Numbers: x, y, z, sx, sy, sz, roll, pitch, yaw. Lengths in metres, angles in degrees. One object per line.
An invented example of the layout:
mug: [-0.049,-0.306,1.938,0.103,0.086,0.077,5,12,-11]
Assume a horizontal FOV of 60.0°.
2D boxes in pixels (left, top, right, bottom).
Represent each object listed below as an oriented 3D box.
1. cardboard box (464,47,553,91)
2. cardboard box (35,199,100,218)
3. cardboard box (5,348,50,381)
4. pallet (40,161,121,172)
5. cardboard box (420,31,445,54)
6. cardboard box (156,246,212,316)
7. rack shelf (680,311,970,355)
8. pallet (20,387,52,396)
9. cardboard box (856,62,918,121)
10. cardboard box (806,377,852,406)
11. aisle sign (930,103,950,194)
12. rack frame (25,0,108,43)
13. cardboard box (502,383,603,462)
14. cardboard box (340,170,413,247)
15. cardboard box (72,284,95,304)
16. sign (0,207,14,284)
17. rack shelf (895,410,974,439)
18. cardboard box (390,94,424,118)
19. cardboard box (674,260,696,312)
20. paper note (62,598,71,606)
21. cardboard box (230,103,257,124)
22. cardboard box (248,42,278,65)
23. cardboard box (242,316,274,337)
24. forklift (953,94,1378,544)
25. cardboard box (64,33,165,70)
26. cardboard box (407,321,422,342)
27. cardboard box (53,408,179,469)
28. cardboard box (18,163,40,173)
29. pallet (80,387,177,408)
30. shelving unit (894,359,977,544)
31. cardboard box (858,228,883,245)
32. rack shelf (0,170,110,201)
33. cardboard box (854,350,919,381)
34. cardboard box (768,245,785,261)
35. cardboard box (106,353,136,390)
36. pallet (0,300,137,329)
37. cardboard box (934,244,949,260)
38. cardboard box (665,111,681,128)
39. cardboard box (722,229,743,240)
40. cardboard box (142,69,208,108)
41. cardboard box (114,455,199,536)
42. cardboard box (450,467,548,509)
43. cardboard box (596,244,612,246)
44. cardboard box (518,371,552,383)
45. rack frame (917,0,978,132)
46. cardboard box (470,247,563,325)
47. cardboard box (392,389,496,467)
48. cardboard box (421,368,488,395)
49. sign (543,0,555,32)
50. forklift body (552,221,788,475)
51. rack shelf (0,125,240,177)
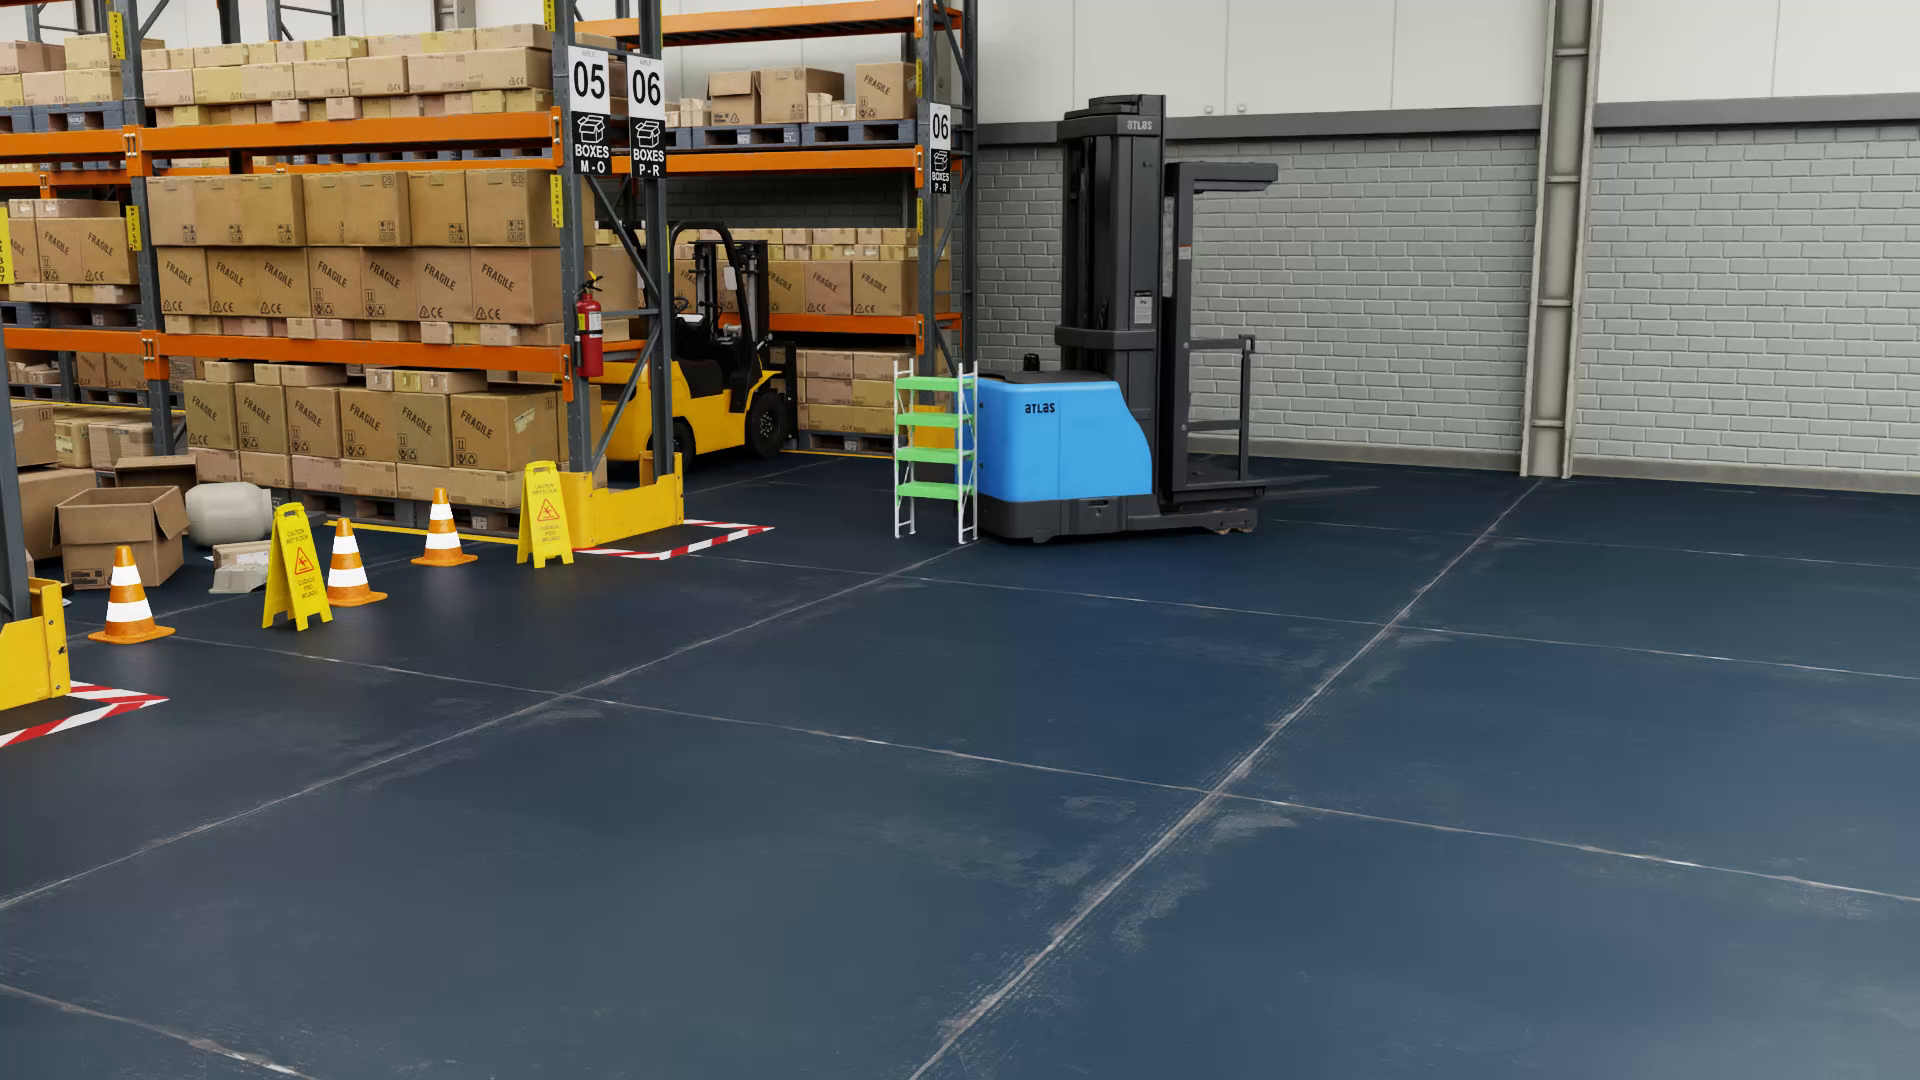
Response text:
cardboard box: [-2.877,-3.063,10.893,0.500,0.250,0.500,5,11,25]
cardboard box: [-7.024,-2.606,13.090,0.250,0.149,0.380,5,11,24]
cardboard box: [-12.268,-2.329,21.513,0.500,0.500,0.700,5,11,24]
pallet: [-10.314,-4.576,20.199,1.003,0.211,1.213,5,11,26]
cardboard box: [-3.389,-3.313,11.156,0.250,0.149,0.380,5,11,26]
cardboard box: [-5.615,-1.948,12.457,0.500,0.500,0.500,5,11,26]
rack shelf: [-1.900,-2.113,16.505,4.000,0.370,1.077,5,11,26]
pallet: [-12.581,-2.033,21.873,1.213,0.211,1.003,5,11,26]
cardboard box: [-0.611,-4.087,15.225,0.500,0.500,0.500,5,12,28]
cardboard box: [-1.126,-1.439,15.897,0.500,0.250,0.500,5,11,25]
aisle sign: [-0.177,-3.537,15.051,0.004,0.787,0.394,5,11,26]
rack frame: [-10.868,-6.207,20.261,0.127,3.000,1.000,5,11,26]
cardboard box: [-2.922,-0.849,11.934,0.500,0.500,0.500,5,11,24]
cardboard box: [-3.807,-2.275,11.452,0.500,0.500,0.700,5,11,25]
cardboard box: [-6.699,-1.935,13.026,0.250,0.149,0.380,5,11,24]
sign: [-4.148,-1.271,7.179,0.005,0.325,0.100,5,11,26]
rack shelf: [-0.163,-0.776,11.159,0.480,0.148,0.258,5,12,27]
cardboard box: [-3.646,-2.936,11.313,0.250,0.149,0.380,5,11,25]
cardboard box: [-2.482,-2.519,16.448,0.500,0.500,0.500,5,11,25]
paper note: [-5.017,0.352,9.204,0.144,0.017,0.142,-10,14,-43]
cardboard box: [-5.027,-3.063,12.015,0.250,0.149,0.380,5,12,28]
cardboard box: [-4.801,-3.425,11.777,0.250,0.149,0.380,5,11,24]
cardboard box: [-5.038,-1.580,12.241,0.250,0.149,0.380,5,12,28]
forklift: [1.520,-1.563,11.635,3.031,2.935,1.130,-4,11,-22]
cardboard box: [-6.463,-3.712,12.734,0.500,0.250,0.500,5,12,27]
cardboard box: [-3.638,-1.472,11.649,0.250,0.149,0.380,5,11,27]
cardboard box: [-7.004,-0.843,13.663,0.625,0.372,0.950,6,12,29]
cardboard box: [-11.321,-4.589,20.446,0.250,0.149,0.380,5,11,25]
pallet: [-10.122,-1.825,20.722,1.213,0.211,1.003,5,11,26]
shelving unit: [-0.163,-0.603,11.191,0.503,1.200,0.258,5,12,27]
cardboard box: [-0.756,-2.834,15.527,0.250,0.149,0.380,5,11,26]
rack shelf: [-12.661,-4.535,21.463,4.000,0.370,1.077,5,11,26]
cardboard box: [-0.657,-1.642,15.614,0.500,0.250,0.500,5,12,28]
cardboard box: [-1.702,-2.758,15.944,0.250,0.149,0.380,5,11,26]
cardboard box: [-10.052,-2.118,20.348,0.500,0.500,0.500,5,11,25]
pallet: [-7.680,-1.903,13.863,1.213,0.211,1.003,5,11,26]
cardboard box: [-0.296,-2.746,15.880,0.250,0.149,0.380,5,11,24]
cardboard box: [-2.736,-4.089,16.223,0.250,0.149,0.380,5,12,28]
cardboard box: [-2.117,-2.962,16.234,0.250,0.149,0.380,5,11,26]
cardboard box: [-5.613,-3.302,12.216,0.500,0.250,0.500,5,11,25]
cardboard box: [-5.528,-0.301,11.485,0.500,0.500,0.500,-4,11,-23]
cardboard box: [-3.165,-0.393,11.521,0.500,0.250,0.500,5,11,26]
cardboard box: [-3.524,-2.926,16.874,0.250,0.149,0.380,5,11,25]
cardboard box: [-4.166,-1.702,17.703,0.625,0.625,0.875,6,12,28]
rack frame: [-0.106,-5.262,15.036,0.127,3.000,1.000,5,11,26]
cardboard box: [-2.908,-1.711,11.146,0.500,0.500,0.500,5,11,25]
cardboard box: [-3.603,-0.801,11.672,0.500,0.500,0.500,6,12,28]
cardboard box: [-3.492,-1.098,11.490,0.250,0.149,0.380,5,12,27]
sign: [-2.563,-3.341,10.361,0.005,0.325,0.100,5,11,26]
forklift body: [-2.614,-1.750,14.861,1.214,2.155,2.313,5,11,26]
rack shelf: [-7.680,-3.112,13.598,4.000,0.370,1.077,5,11,26]
